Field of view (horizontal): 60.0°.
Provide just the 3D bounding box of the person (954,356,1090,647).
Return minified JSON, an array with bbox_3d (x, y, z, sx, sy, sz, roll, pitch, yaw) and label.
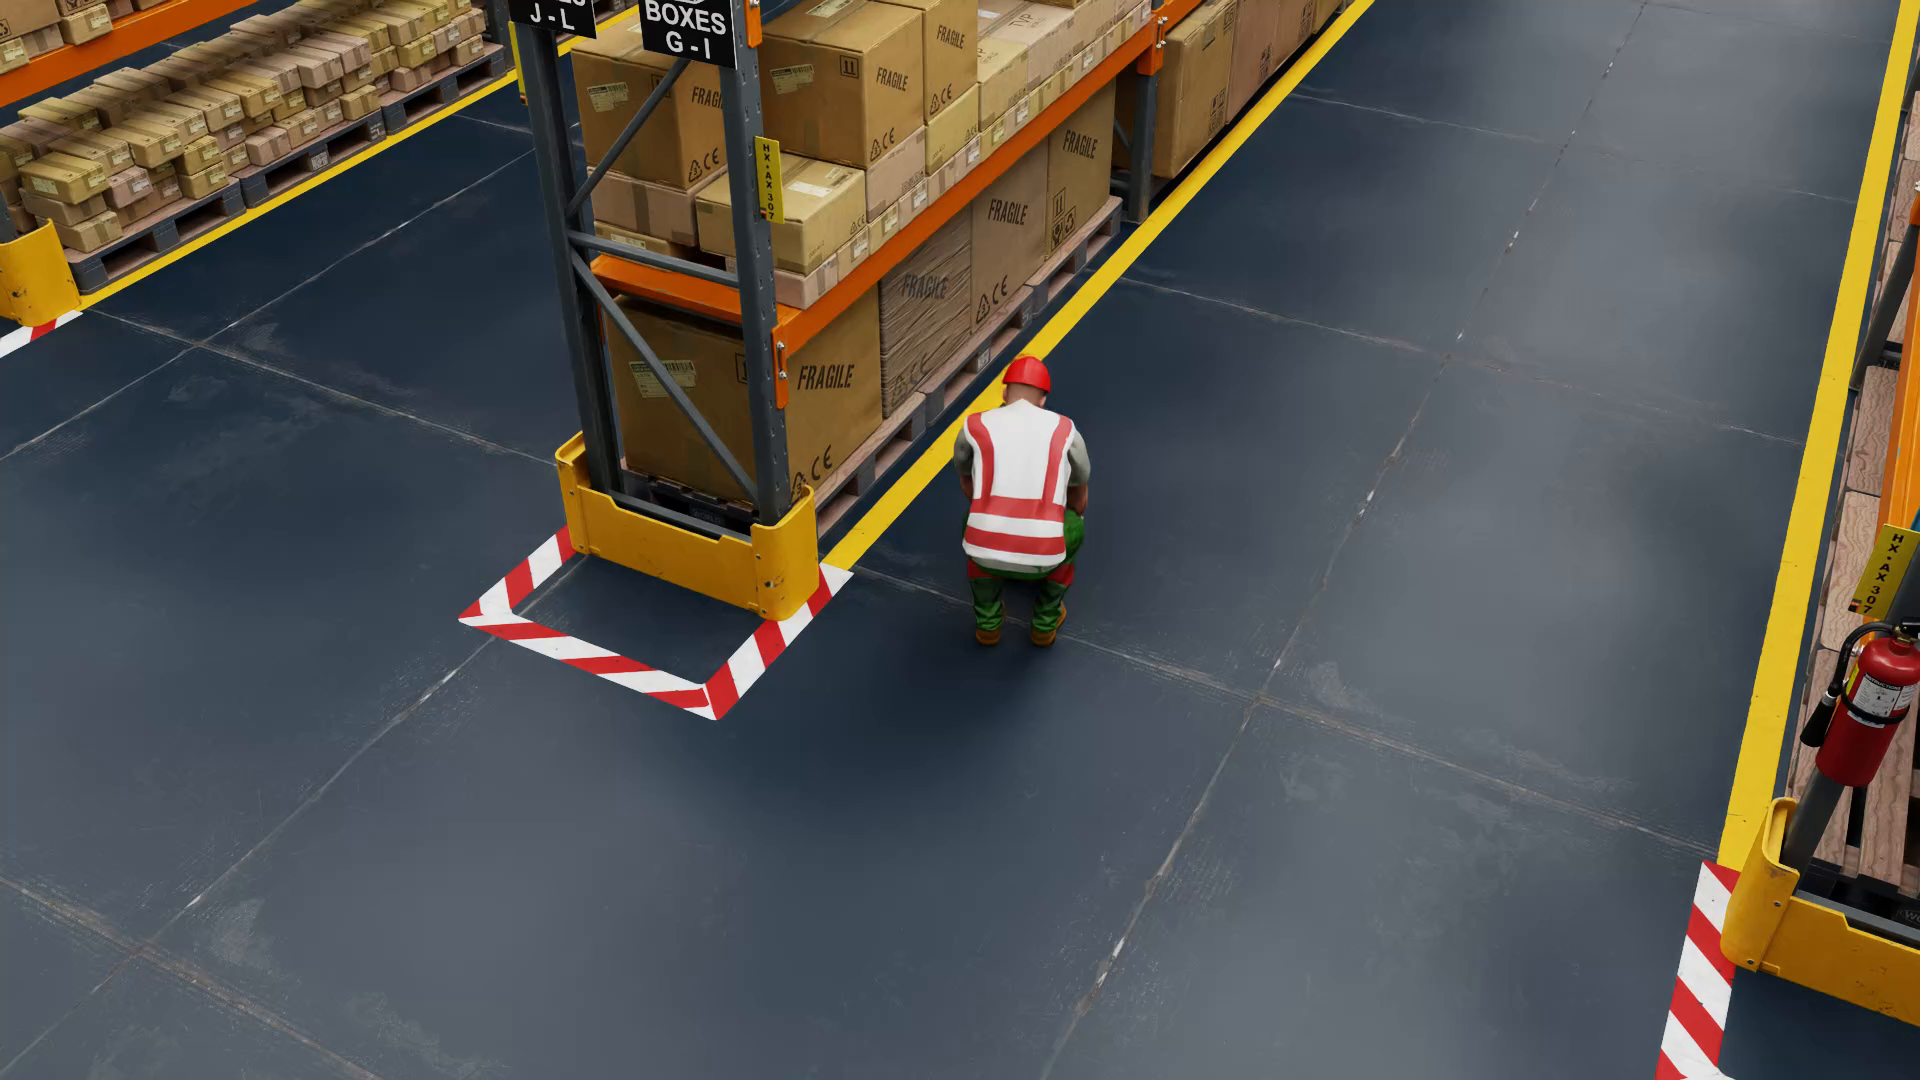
[{"bbox_3d":[0.231,-0.114,6.854,0.577,1.091,0.866,8,38,10],"label":"person"}]
